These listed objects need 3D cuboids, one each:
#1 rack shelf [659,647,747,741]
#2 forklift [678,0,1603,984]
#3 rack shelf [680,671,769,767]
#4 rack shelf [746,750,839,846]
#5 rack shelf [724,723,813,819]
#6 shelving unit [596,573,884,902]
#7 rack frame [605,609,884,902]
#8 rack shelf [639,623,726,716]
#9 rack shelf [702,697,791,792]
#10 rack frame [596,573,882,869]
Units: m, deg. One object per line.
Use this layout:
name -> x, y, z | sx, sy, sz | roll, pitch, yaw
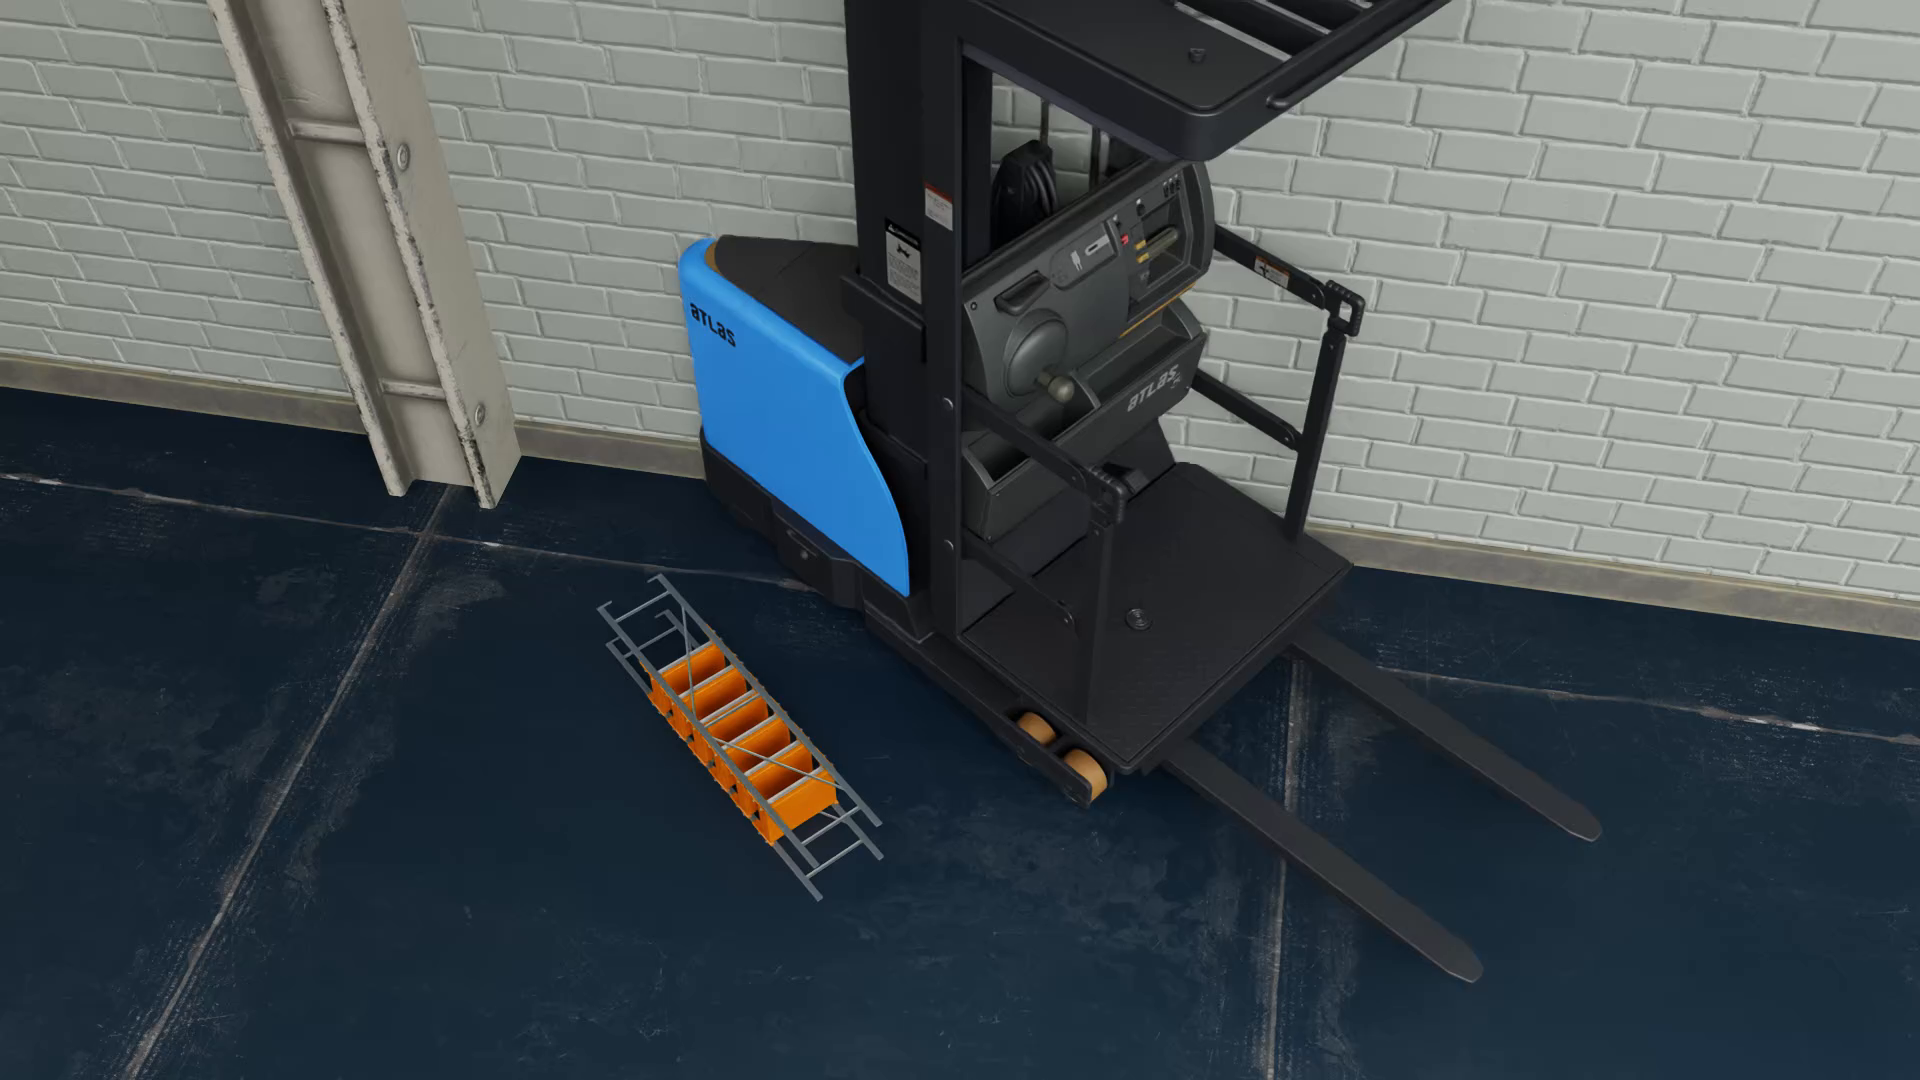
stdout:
rack shelf -> -0.793, 0.480, 5.186 | 0.258, 0.180, 0.103 | -31, 55, -25
forklift -> 0.514, -0.625, 4.341 | 3.031, 2.935, 1.130 | 36, 57, 28
rack shelf -> -0.718, 0.550, 5.123 | 0.258, 0.180, 0.103 | -31, 55, -25
rack shelf -> -0.494, 0.762, 4.936 | 0.258, 0.180, 0.103 | -31, 55, -25
rack shelf -> -0.569, 0.691, 4.999 | 0.258, 0.180, 0.103 | -31, 55, -25
shelving unit -> -0.691, 0.576, 5.100 | 0.258, 0.189, 1.200 | -31, 55, -25
rack frame -> -0.691, 0.637, 5.169 | 0.240, 0.006, 1.200 | -31, 55, -25
rack shelf -> -0.867, 0.410, 5.248 | 0.258, 0.180, 0.103 | -31, 55, -25
rack shelf -> -0.644, 0.621, 5.061 | 0.258, 0.180, 0.103 | -31, 55, -25
rack frame -> -0.690, 0.516, 5.032 | 0.240, 0.006, 1.200 | -31, 55, -25
